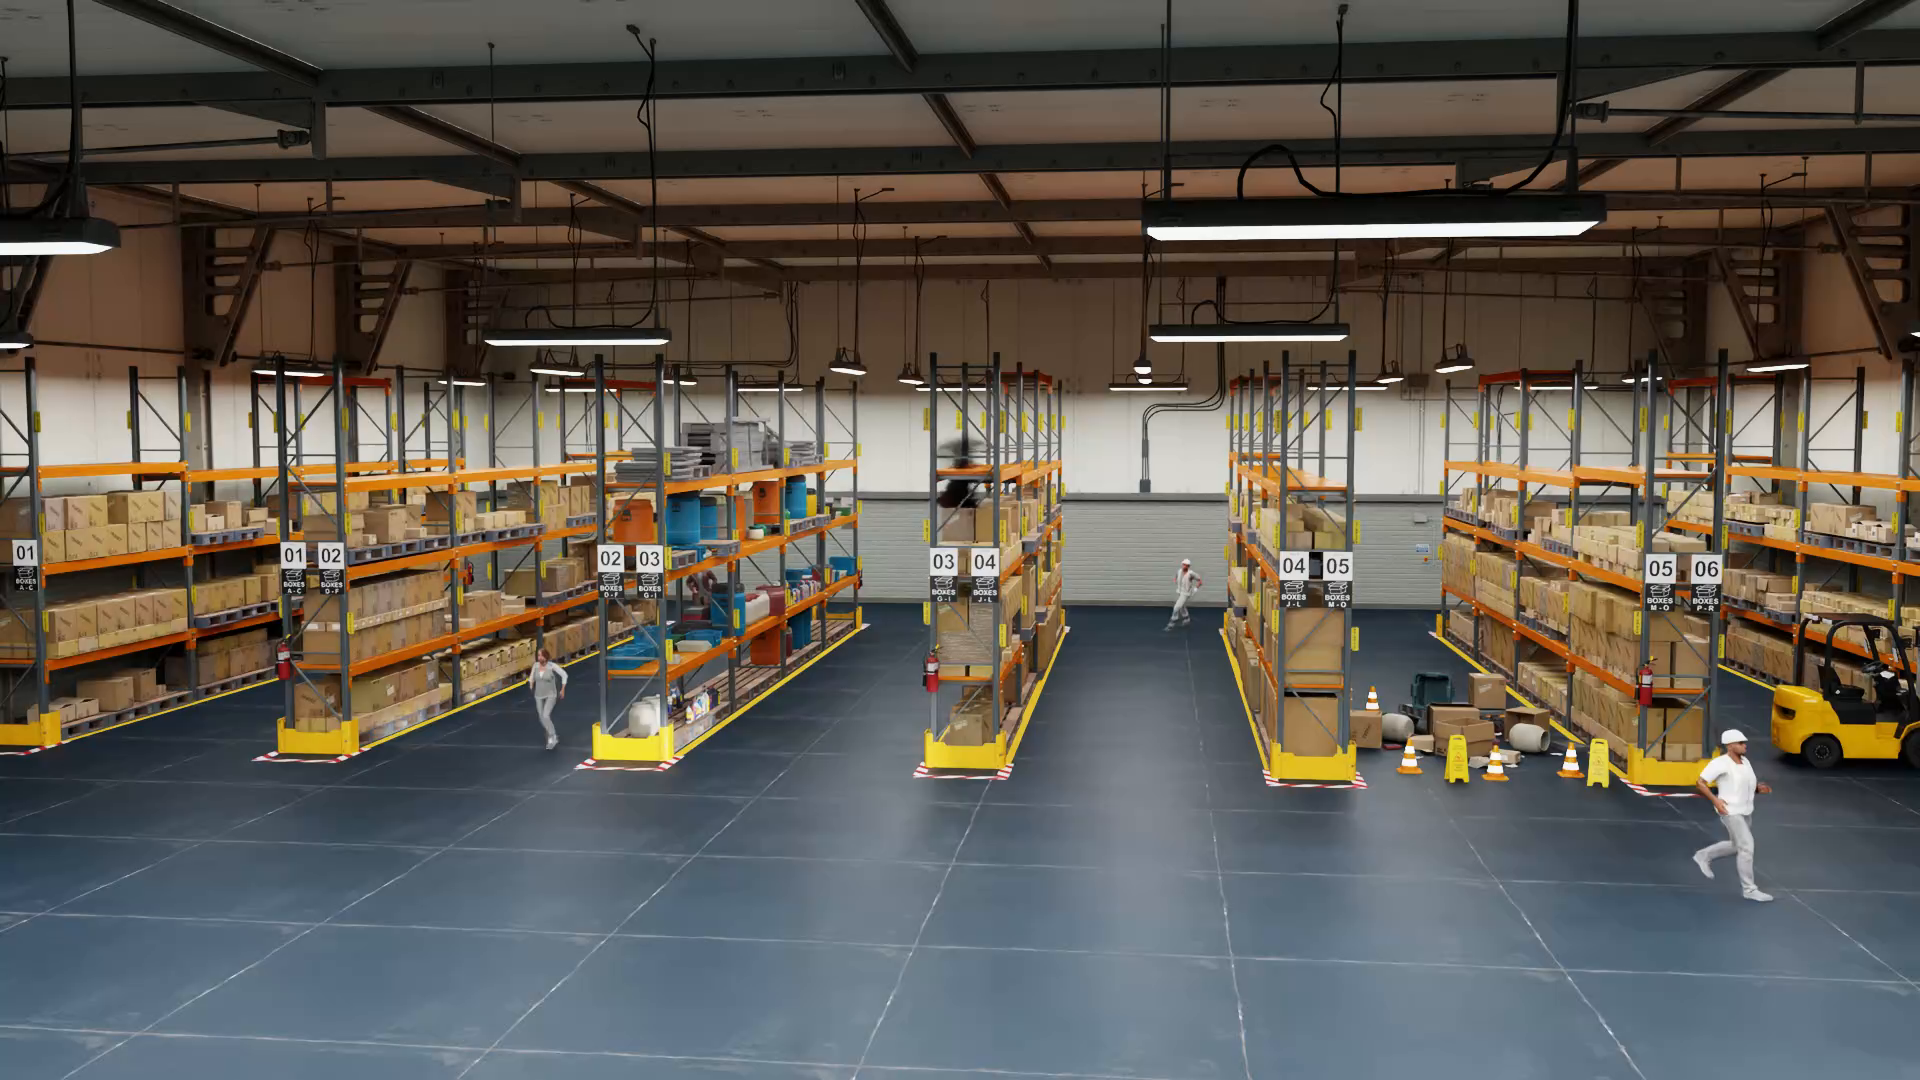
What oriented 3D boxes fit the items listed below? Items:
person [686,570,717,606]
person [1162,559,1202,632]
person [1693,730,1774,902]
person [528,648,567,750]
[{"bbox_3d":[-6.170,1.337,39.625,0.743,1.730,0.564,0,4,-3],"label":"person"},{"bbox_3d":[5.362,1.322,39.874,0.939,1.749,0.763,-3,5,-40],"label":"person"},{"bbox_3d":[8.180,2.873,17.590,0.712,1.748,0.949,-3,5,-36],"label":"person"},{"bbox_3d":[-6.321,2.416,25.394,0.547,1.557,0.682,1,4,12],"label":"person"}]
